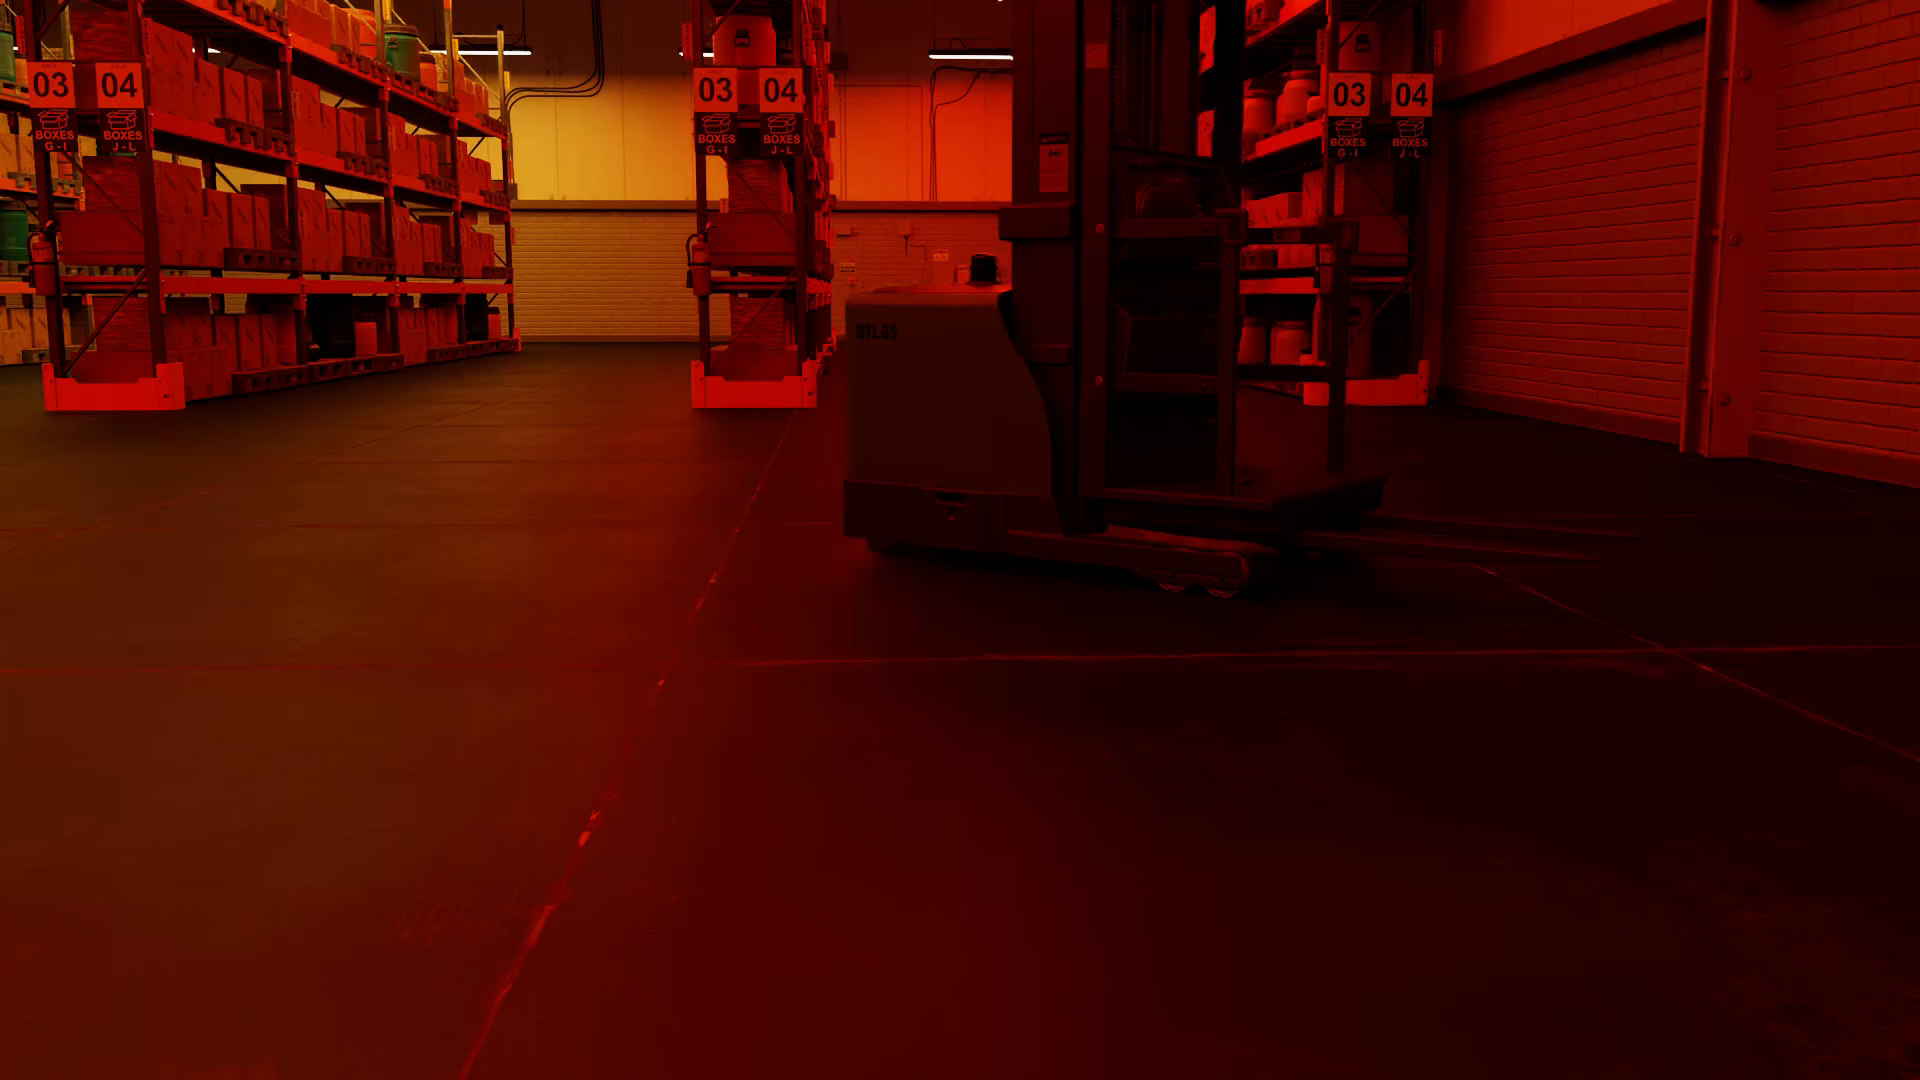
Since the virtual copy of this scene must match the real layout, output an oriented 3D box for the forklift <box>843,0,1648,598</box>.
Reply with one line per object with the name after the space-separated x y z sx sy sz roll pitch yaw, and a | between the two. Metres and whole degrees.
1.010 -1.332 6.299 3.031 2.935 1.130 6 10 35 | forklift
